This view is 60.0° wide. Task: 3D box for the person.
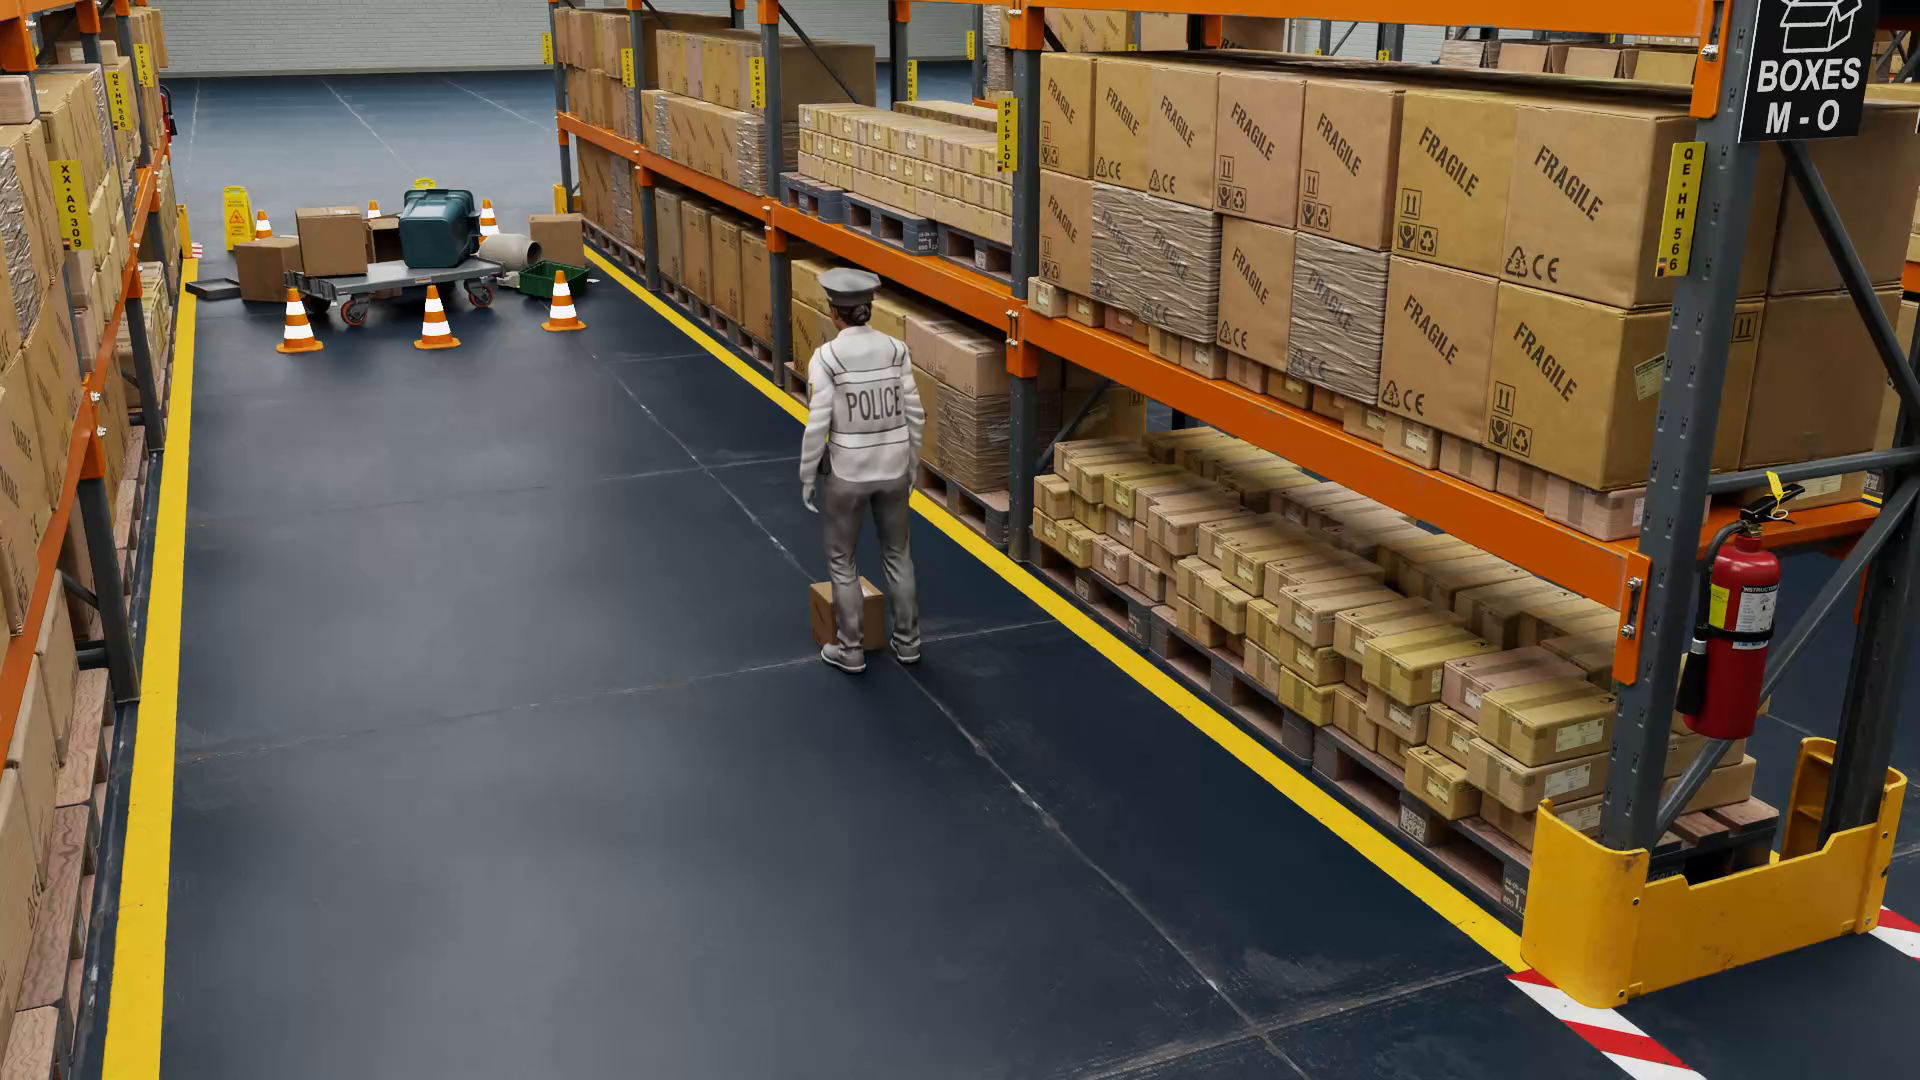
[{"bbox_3d":[-0.398,-0.266,6.826,0.547,1.667,0.370,-9,21,-25],"label":"person"}]
